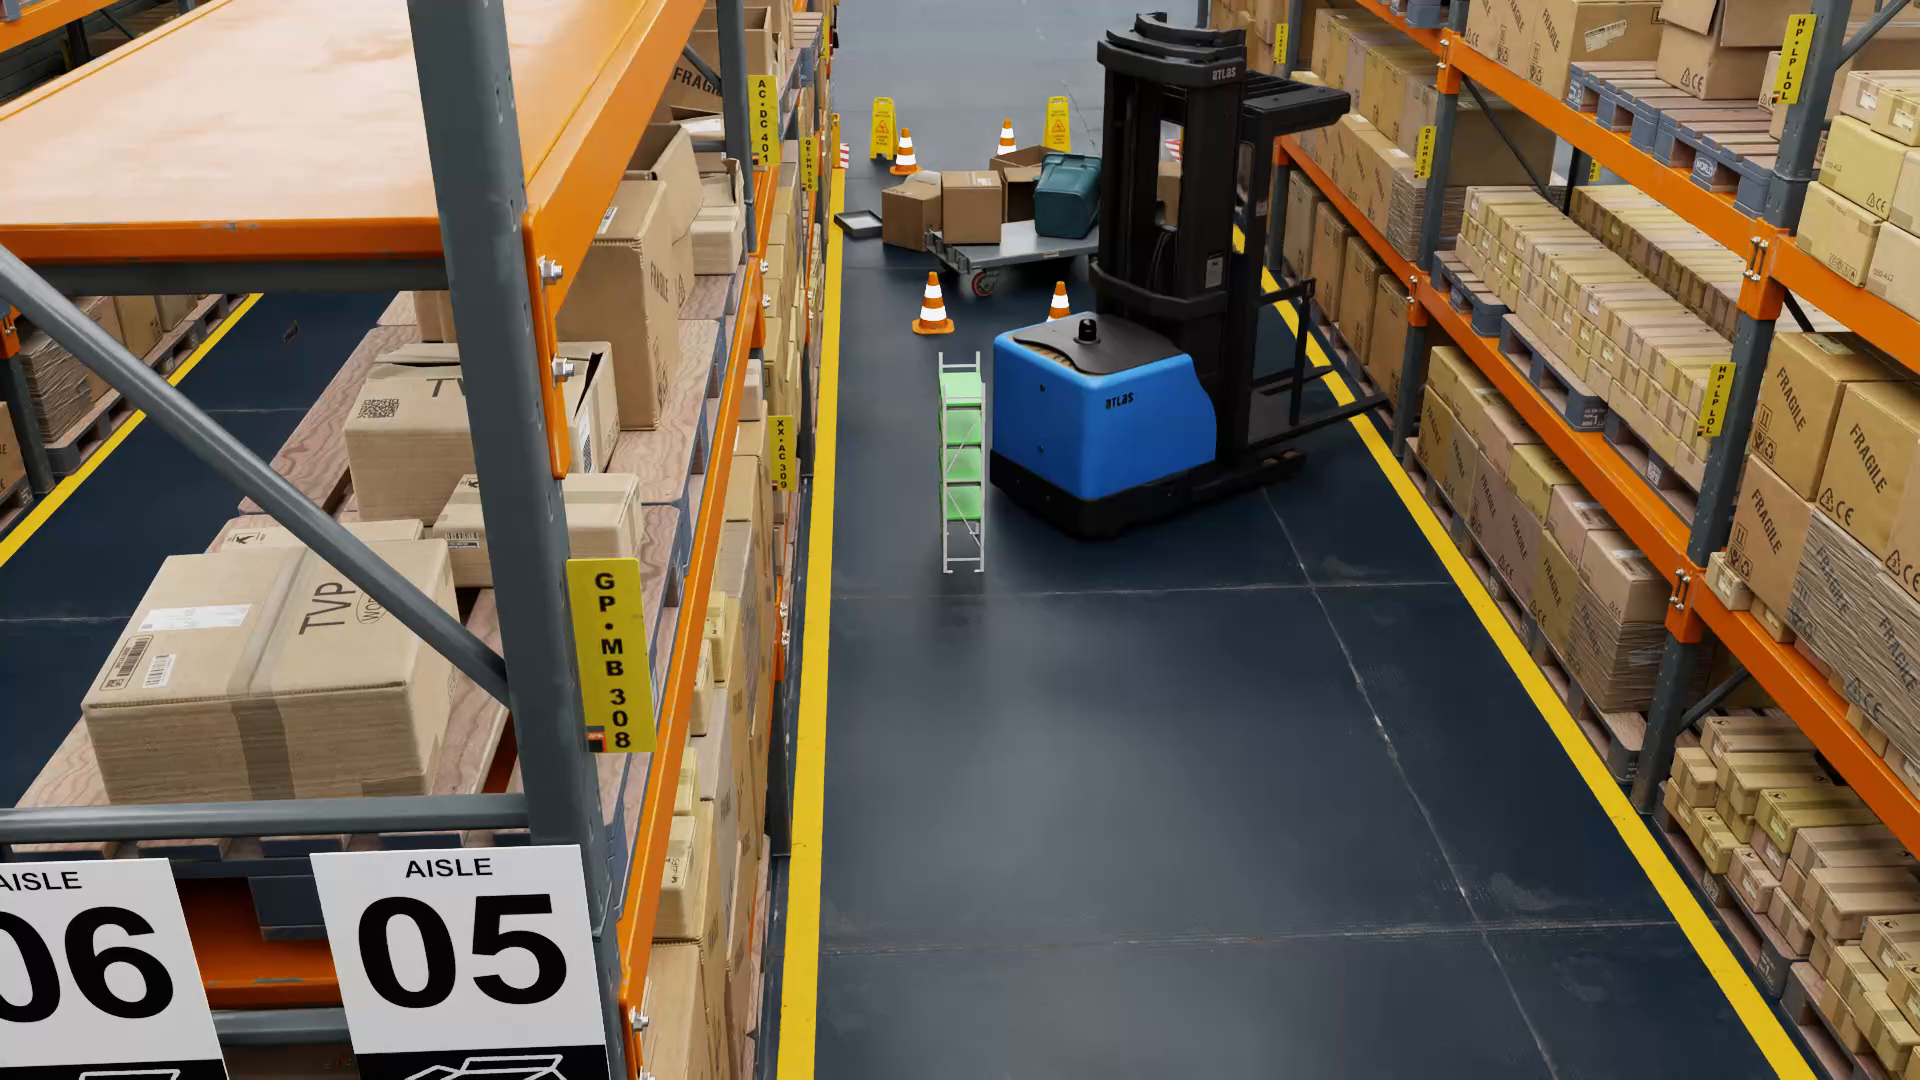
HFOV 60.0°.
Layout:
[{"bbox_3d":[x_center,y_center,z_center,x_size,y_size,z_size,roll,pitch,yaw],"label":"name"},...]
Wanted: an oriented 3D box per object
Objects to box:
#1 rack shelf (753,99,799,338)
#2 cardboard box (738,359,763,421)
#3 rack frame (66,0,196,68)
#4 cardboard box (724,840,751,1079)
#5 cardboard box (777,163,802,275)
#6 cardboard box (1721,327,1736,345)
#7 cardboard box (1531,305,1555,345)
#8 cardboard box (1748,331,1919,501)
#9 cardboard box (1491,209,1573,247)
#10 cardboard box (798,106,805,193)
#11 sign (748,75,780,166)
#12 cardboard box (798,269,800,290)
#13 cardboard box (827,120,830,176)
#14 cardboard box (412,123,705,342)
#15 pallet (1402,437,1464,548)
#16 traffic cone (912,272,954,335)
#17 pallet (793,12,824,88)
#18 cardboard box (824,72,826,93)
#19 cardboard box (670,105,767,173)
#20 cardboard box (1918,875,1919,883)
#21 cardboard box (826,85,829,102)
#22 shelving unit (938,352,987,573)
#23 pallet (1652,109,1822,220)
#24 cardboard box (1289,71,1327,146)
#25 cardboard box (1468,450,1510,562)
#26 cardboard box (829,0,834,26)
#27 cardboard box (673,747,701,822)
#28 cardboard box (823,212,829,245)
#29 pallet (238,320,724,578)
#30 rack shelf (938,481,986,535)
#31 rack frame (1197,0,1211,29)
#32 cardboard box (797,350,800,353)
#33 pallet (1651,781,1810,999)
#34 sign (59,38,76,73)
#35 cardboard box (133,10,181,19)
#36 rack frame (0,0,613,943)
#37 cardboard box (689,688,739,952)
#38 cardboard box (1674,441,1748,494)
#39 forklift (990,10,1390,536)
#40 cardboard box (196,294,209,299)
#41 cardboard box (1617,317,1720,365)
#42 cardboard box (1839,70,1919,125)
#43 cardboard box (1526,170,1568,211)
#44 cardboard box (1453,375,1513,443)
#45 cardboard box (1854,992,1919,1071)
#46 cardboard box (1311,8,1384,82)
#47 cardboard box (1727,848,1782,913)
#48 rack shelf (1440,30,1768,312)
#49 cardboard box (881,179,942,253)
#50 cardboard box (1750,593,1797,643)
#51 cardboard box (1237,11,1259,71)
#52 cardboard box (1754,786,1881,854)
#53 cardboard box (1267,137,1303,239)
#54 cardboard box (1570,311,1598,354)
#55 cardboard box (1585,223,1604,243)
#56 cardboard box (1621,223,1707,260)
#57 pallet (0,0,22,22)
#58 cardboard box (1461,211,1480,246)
[{"bbox_3d":[-1.369,-1.847,8.082,1.077,0.370,4.000,-1,28,-3],"label":"rack shelf"},{"bbox_3d":[-0.931,-0.553,6.176,0.380,0.149,0.250,-2,28,-4],"label":"cardboard box"},{"bbox_3d":[-6.639,-3.485,13.689,1.000,3.000,0.127,-1,28,-3],"label":"rack frame"},{"bbox_3d":[-0.857,1.193,4.610,0.500,0.500,0.500,-2,28,-3],"label":"cardboard box"},{"bbox_3d":[-1.151,-1.778,9.227,0.500,0.500,0.500,-1,28,-2],"label":"cardboard box"},{"bbox_3d":[4.052,-0.962,8.346,0.380,0.149,0.250,0,28,-1],"label":"cardboard box"},{"bbox_3d":[3.357,-1.177,9.081,0.380,0.149,0.250,-1,28,-2],"label":"cardboard box"},{"bbox_3d":[3.453,-0.484,6.423,0.500,0.500,0.500,-1,28,-1],"label":"cardboard box"},{"bbox_3d":[3.320,-1.809,9.649,0.380,0.149,0.250,-2,28,-3],"label":"cardboard box"},{"bbox_3d":[-1.300,-2.576,11.062,0.500,0.500,0.500,0,28,0],"label":"cardboard box"},{"bbox_3d":[-0.711,-1.521,6.034,0.100,0.325,0.005,-1,28,-3],"label":"sign"},{"bbox_3d":[-1.164,-1.461,9.429,0.500,0.250,0.500,-2,28,-4],"label":"cardboard box"},{"bbox_3d":[-1.509,-3.672,15.755,0.500,0.500,0.500,0,28,0],"label":"cardboard box"},{"bbox_3d":[-1.162,-0.897,4.808,0.797,0.503,0.637,1,28,1],"label":"cardboard box"},{"bbox_3d":[3.504,-0.329,10.652,1.003,0.211,1.213,-1,28,-3],"label":"pallet"},{"bbox_3d":[-0.220,-1.943,13.476,0.336,0.463,0.334,-1,28,-3],"label":"traffic cone"},{"bbox_3d":[-1.387,-2.710,9.163,1.213,0.211,1.003,0,28,0],"label":"pallet"},{"bbox_3d":[-1.436,-4.240,15.407,0.380,0.149,0.250,-1,28,-2],"label":"cardboard box"},{"bbox_3d":[-0.942,-1.609,6.538,0.396,0.266,0.258,-2,28,-3],"label":"cardboard box"},{"bbox_3d":[3.960,1.247,6.601,0.380,0.149,0.250,-1,28,-1],"label":"cardboard box"},{"bbox_3d":[-1.493,-4.394,16.437,0.380,0.149,0.250,-1,28,-2],"label":"cardboard box"},{"bbox_3d":[0.009,-0.456,9.826,0.258,1.200,0.503,-1,28,-3],"label":"shelving unit"},{"bbox_3d":[3.747,-1.613,7.059,1.213,0.211,1.003,-1,28,-3],"label":"pallet"},{"bbox_3d":[3.014,-3.568,13.740,0.500,0.500,0.500,-1,28,-2],"label":"cardboard box"},{"bbox_3d":[3.308,-0.202,9.643,0.500,0.500,0.500,-2,28,-4],"label":"cardboard box"},{"bbox_3d":[-1.493,-4.904,14.898,0.700,0.500,0.500,-2,28,-4],"label":"cardboard box"},{"bbox_3d":[-0.814,0.626,3.916,0.380,0.149,0.250,-2,28,-4],"label":"cardboard box"},{"bbox_3d":[-1.444,-2.853,14.996,0.500,0.250,0.500,-3,28,-5],"label":"cardboard box"},{"bbox_3d":[-1.172,-0.263,4.363,1.003,0.211,1.213,-1,28,-3],"label":"pallet"},{"bbox_3d":[0.009,-0.186,9.967,0.258,0.148,0.480,-1,28,-3],"label":"rack shelf"},{"bbox_3d":[3.047,-5.620,17.783,1.000,3.000,0.127,-1,28,-3],"label":"rack frame"},{"bbox_3d":[-1.135,-0.998,9.081,0.500,0.250,0.500,-2,28,-3],"label":"cardboard box"},{"bbox_3d":[3.744,1.467,7.209,1.003,0.211,1.213,-1,28,-3],"label":"pallet"},{"bbox_3d":[-7.193,-3.890,13.444,0.100,0.325,0.005,-1,28,-3],"label":"sign"},{"bbox_3d":[-7.026,-4.563,14.623,0.380,0.149,0.250,-2,28,-3],"label":"cardboard box"},{"bbox_3d":[-1.056,-0.725,1.910,1.000,3.000,0.127,-1,28,-3],"label":"rack frame"},{"bbox_3d":[-0.865,0.742,4.393,0.500,0.500,0.500,-2,28,-3],"label":"cardboard box"},{"bbox_3d":[3.455,-0.332,7.461,0.380,0.149,0.250,-2,28,-4],"label":"cardboard box"},{"bbox_3d":[1.685,-1.848,10.624,3.031,2.935,1.130,-19,33,-31],"label":"forklift"},{"bbox_3d":[-6.601,-2.378,13.680,0.875,0.625,0.625,0,28,0],"label":"cardboard box"},{"bbox_3d":[3.417,-0.963,8.026,0.380,0.149,0.250,-1,28,-3],"label":"cardboard box"},{"bbox_3d":[3.446,-1.600,6.022,0.380,0.149,0.250,-2,28,-4],"label":"cardboard box"},{"bbox_3d":[3.710,-2.184,11.086,0.500,0.500,0.500,-1,28,-2],"label":"cardboard box"},{"bbox_3d":[3.285,-0.778,9.936,0.500,0.250,0.500,-2,28,-3],"label":"cardboard box"},{"bbox_3d":[3.464,1.753,5.951,0.380,0.149,0.250,-1,28,-2],"label":"cardboard box"},{"bbox_3d":[3.287,-4.032,13.547,0.700,0.500,0.500,-2,28,-4],"label":"cardboard box"},{"bbox_3d":[3.450,1.411,6.929,0.380,0.149,0.250,-2,28,-3],"label":"cardboard box"},{"bbox_3d":[3.569,-2.013,8.401,1.077,0.370,4.000,-1,28,-3],"label":"rack shelf"},{"bbox_3d":[-0.380,-3.028,15.511,0.500,0.500,0.500,19,33,32],"label":"cardboard box"},{"bbox_3d":[3.449,0.289,6.724,0.380,0.149,0.250,-1,28,-1],"label":"cardboard box"},{"bbox_3d":[3.134,-4.758,15.967,0.875,0.550,0.500,-1,28,-3],"label":"cardboard box"},{"bbox_3d":[3.502,1.144,6.799,0.380,0.149,0.250,-2,28,-3],"label":"cardboard box"},{"bbox_3d":[3.292,-3.310,15.195,0.875,0.875,0.875,-1,28,-2],"label":"cardboard box"},{"bbox_3d":[3.383,-1.073,8.560,0.380,0.149,0.250,-1,28,-2],"label":"cardboard box"},{"bbox_3d":[3.960,-1.792,9.939,0.380,0.149,0.250,0,28,-1],"label":"cardboard box"},{"bbox_3d":[3.990,-1.689,9.419,0.380,0.149,0.250,-1,28,-1],"label":"cardboard box"},{"bbox_3d":[-6.555,-3.196,10.094,1.213,0.211,1.003,0,28,0],"label":"pallet"},{"bbox_3d":[3.289,-1.905,10.154,0.380,0.149,0.250,0,28,0],"label":"cardboard box"}]
